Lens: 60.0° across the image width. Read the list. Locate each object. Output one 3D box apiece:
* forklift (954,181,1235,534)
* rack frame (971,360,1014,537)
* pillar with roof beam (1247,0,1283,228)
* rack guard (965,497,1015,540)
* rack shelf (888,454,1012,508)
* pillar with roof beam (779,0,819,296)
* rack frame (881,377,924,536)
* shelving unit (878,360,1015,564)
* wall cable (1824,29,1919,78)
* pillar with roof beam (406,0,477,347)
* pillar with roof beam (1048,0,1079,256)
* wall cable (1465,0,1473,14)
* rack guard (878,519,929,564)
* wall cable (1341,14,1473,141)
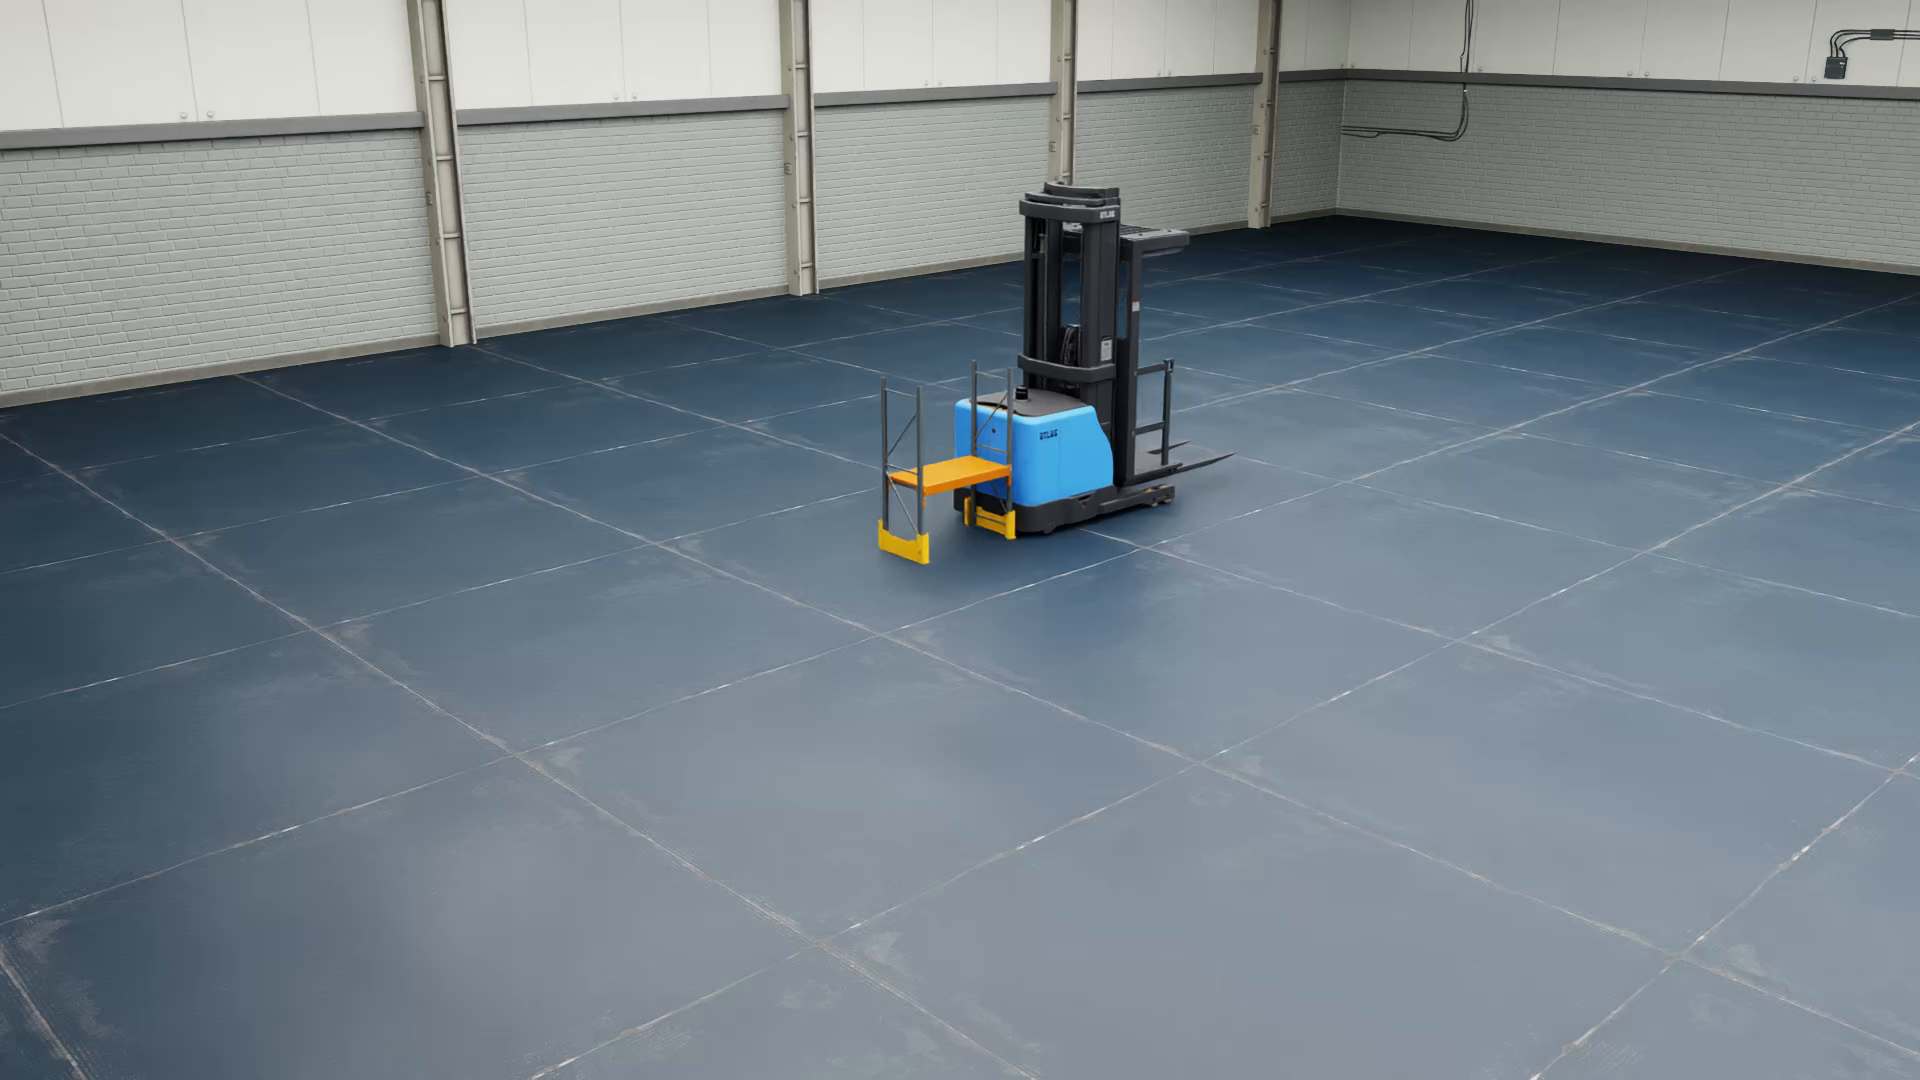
[{"bbox_3d":[1.376,-1.809,15.311,3.031,2.935,1.130,-16,24,-40],"label":"forklift"},{"bbox_3d":[0.277,-0.792,14.496,0.032,1.500,0.500,-16,24,-40],"label":"rack frame"},{"bbox_3d":[9.162,-9.822,30.187,0.400,9.000,9.100,-16,24,-41],"label":"pillar with roof beam"},{"bbox_3d":[0.262,-0.193,14.676,0.087,0.250,0.587,-16,24,-40],"label":"rack guard"},{"bbox_3d":[-0.101,-0.516,14.228,1.000,0.185,0.538,-16,24,-40],"label":"rack shelf"},{"bbox_3d":[0.443,-7.279,22.344,0.400,9.000,9.100,-16,24,-41],"label":"pillar with roof beam"},{"bbox_3d":[-0.479,-0.582,13.849,0.032,1.500,0.500,-16,24,-40],"label":"rack frame"},{"bbox_3d":[-0.108,-0.685,14.166,1.083,1.500,0.587,-16,24,-40],"label":"shelving unit"},{"bbox_3d":[15.765,-10.601,27.077,0.169,6.003,2.305,-16,24,-41],"label":"wall cable"},{"bbox_3d":[-3.917,-6.007,18.423,0.400,9.000,9.100,-16,24,-41],"label":"pillar with roof beam"},{"bbox_3d":[4.803,-8.550,26.265,0.400,9.000,9.100,-16,24,-41],"label":"pillar with roof beam"},{"bbox_3d":[11.112,-11.433,32.004,0.112,2.526,3.097,-16,24,-41],"label":"wall cable"},{"bbox_3d":[-0.478,0.012,14.042,0.087,0.250,0.587,-16,24,-40],"label":"rack guard"},{"bbox_3d":[9.254,-9.637,34.652,0.112,2.526,3.097,-16,24,-41],"label":"wall cable"}]
